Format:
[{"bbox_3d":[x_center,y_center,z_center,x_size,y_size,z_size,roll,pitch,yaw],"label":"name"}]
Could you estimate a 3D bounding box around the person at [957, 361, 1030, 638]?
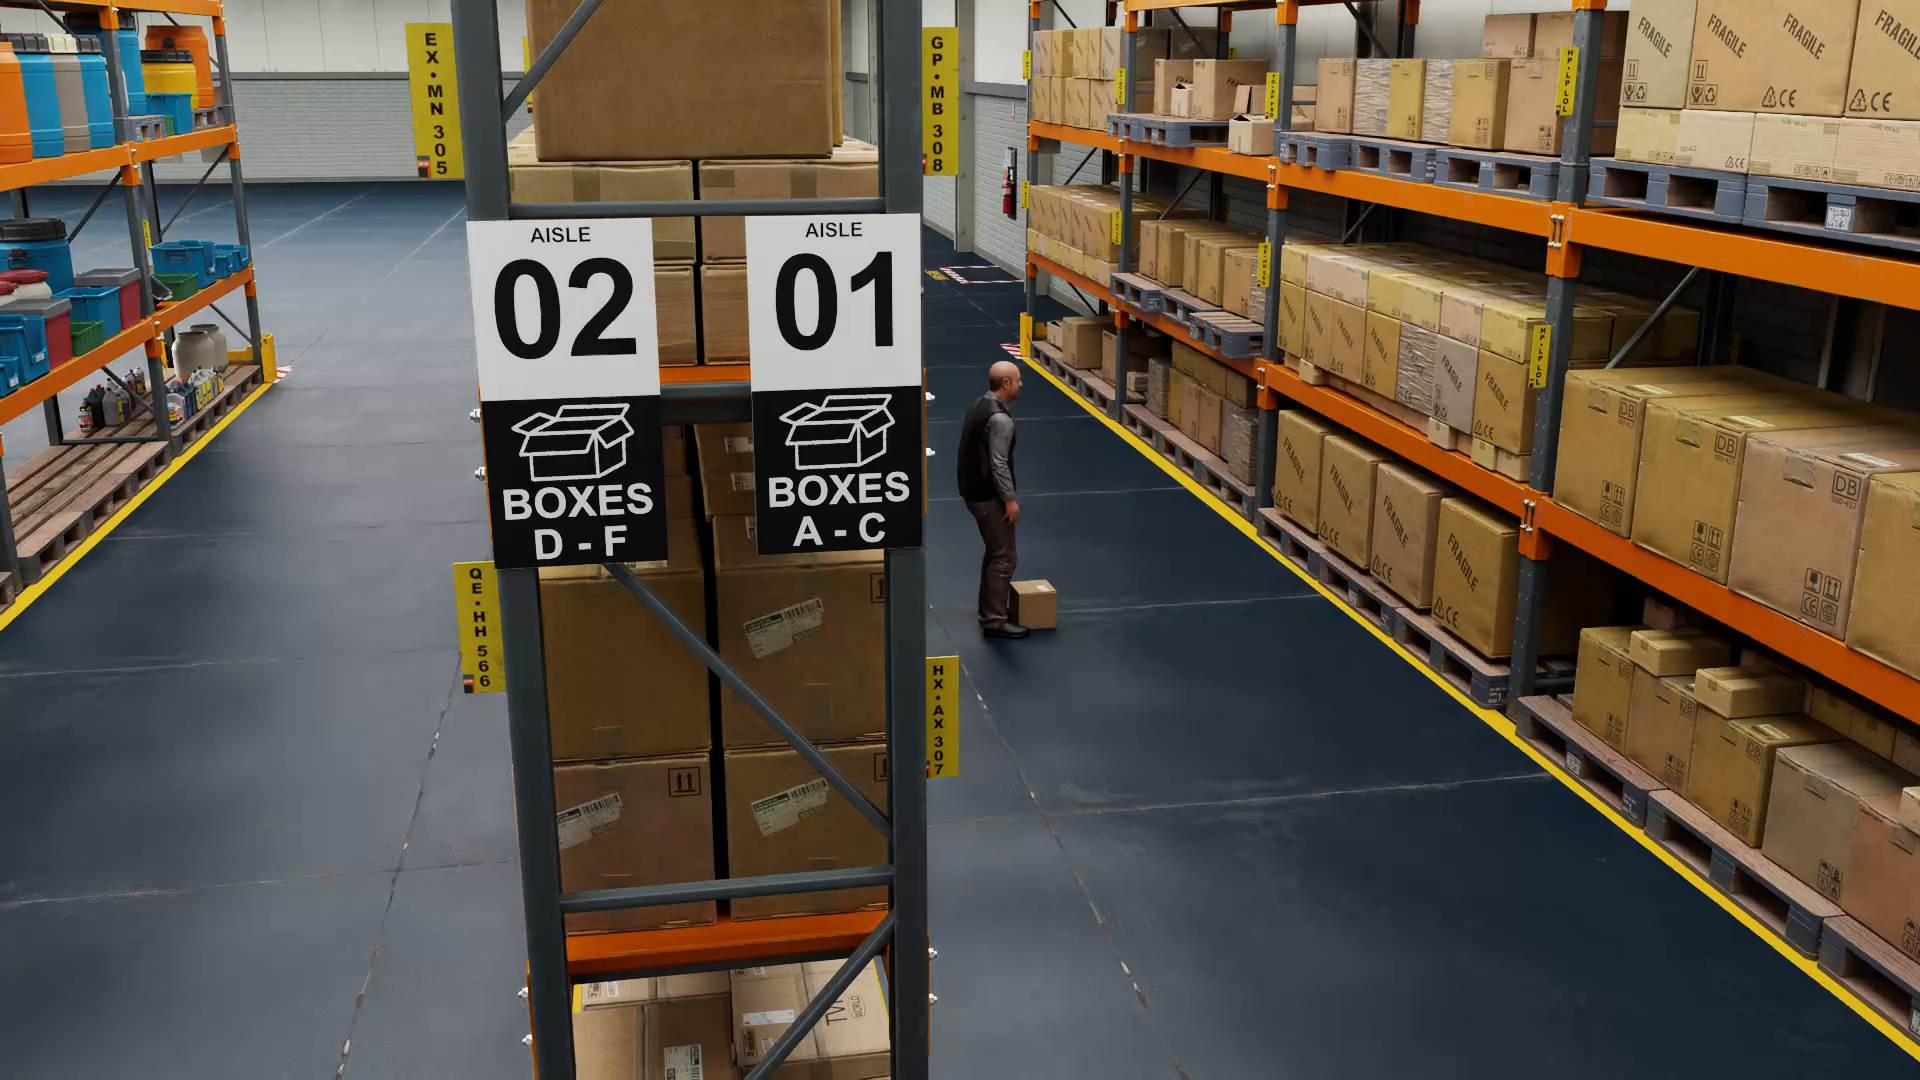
[{"bbox_3d":[0.222,-0.272,10.511,0.463,1.721,0.589,-4,17,-12],"label":"person"}]
